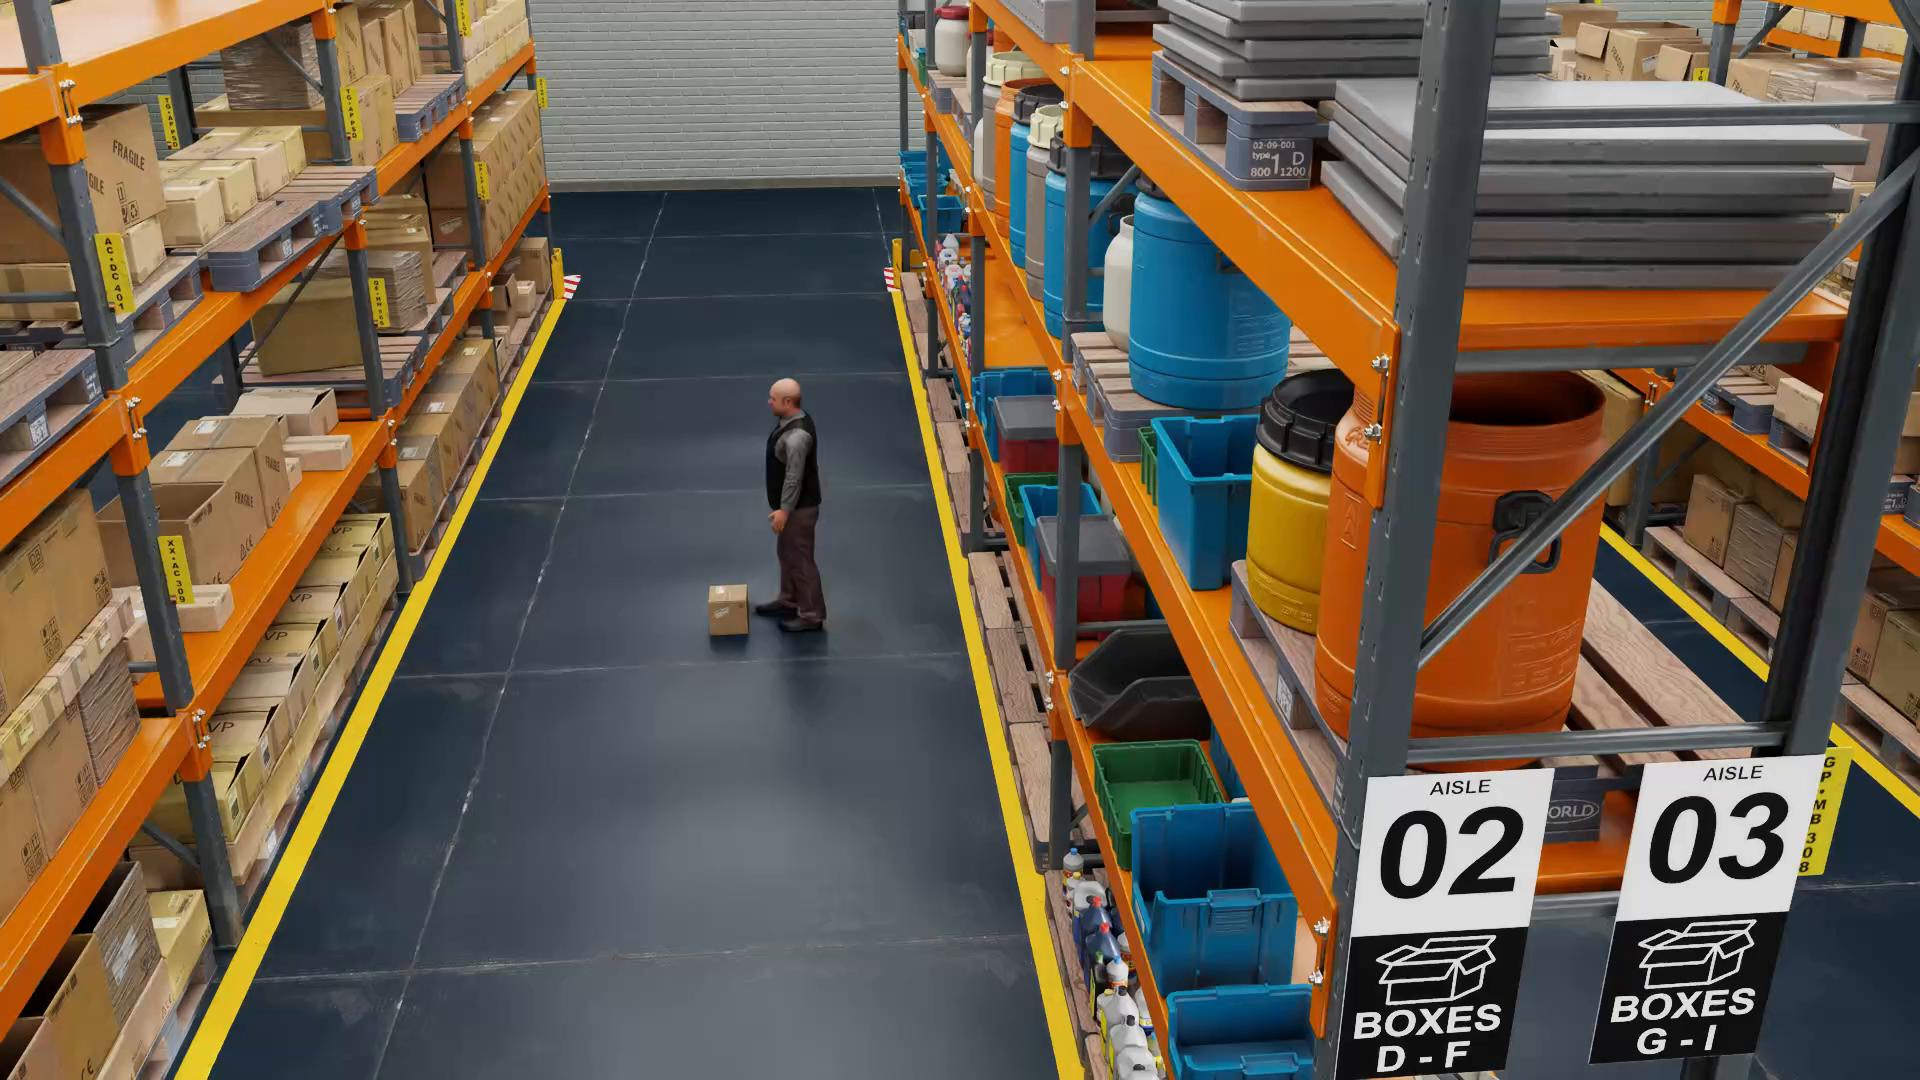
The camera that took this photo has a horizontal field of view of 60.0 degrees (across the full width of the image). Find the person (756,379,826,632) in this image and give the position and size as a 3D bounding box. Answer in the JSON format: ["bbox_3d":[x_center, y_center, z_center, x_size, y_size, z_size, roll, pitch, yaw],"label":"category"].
[{"bbox_3d":[-1.142,-0.229,10.892,0.480,1.726,0.542,-2,24,-5],"label":"person"}]
